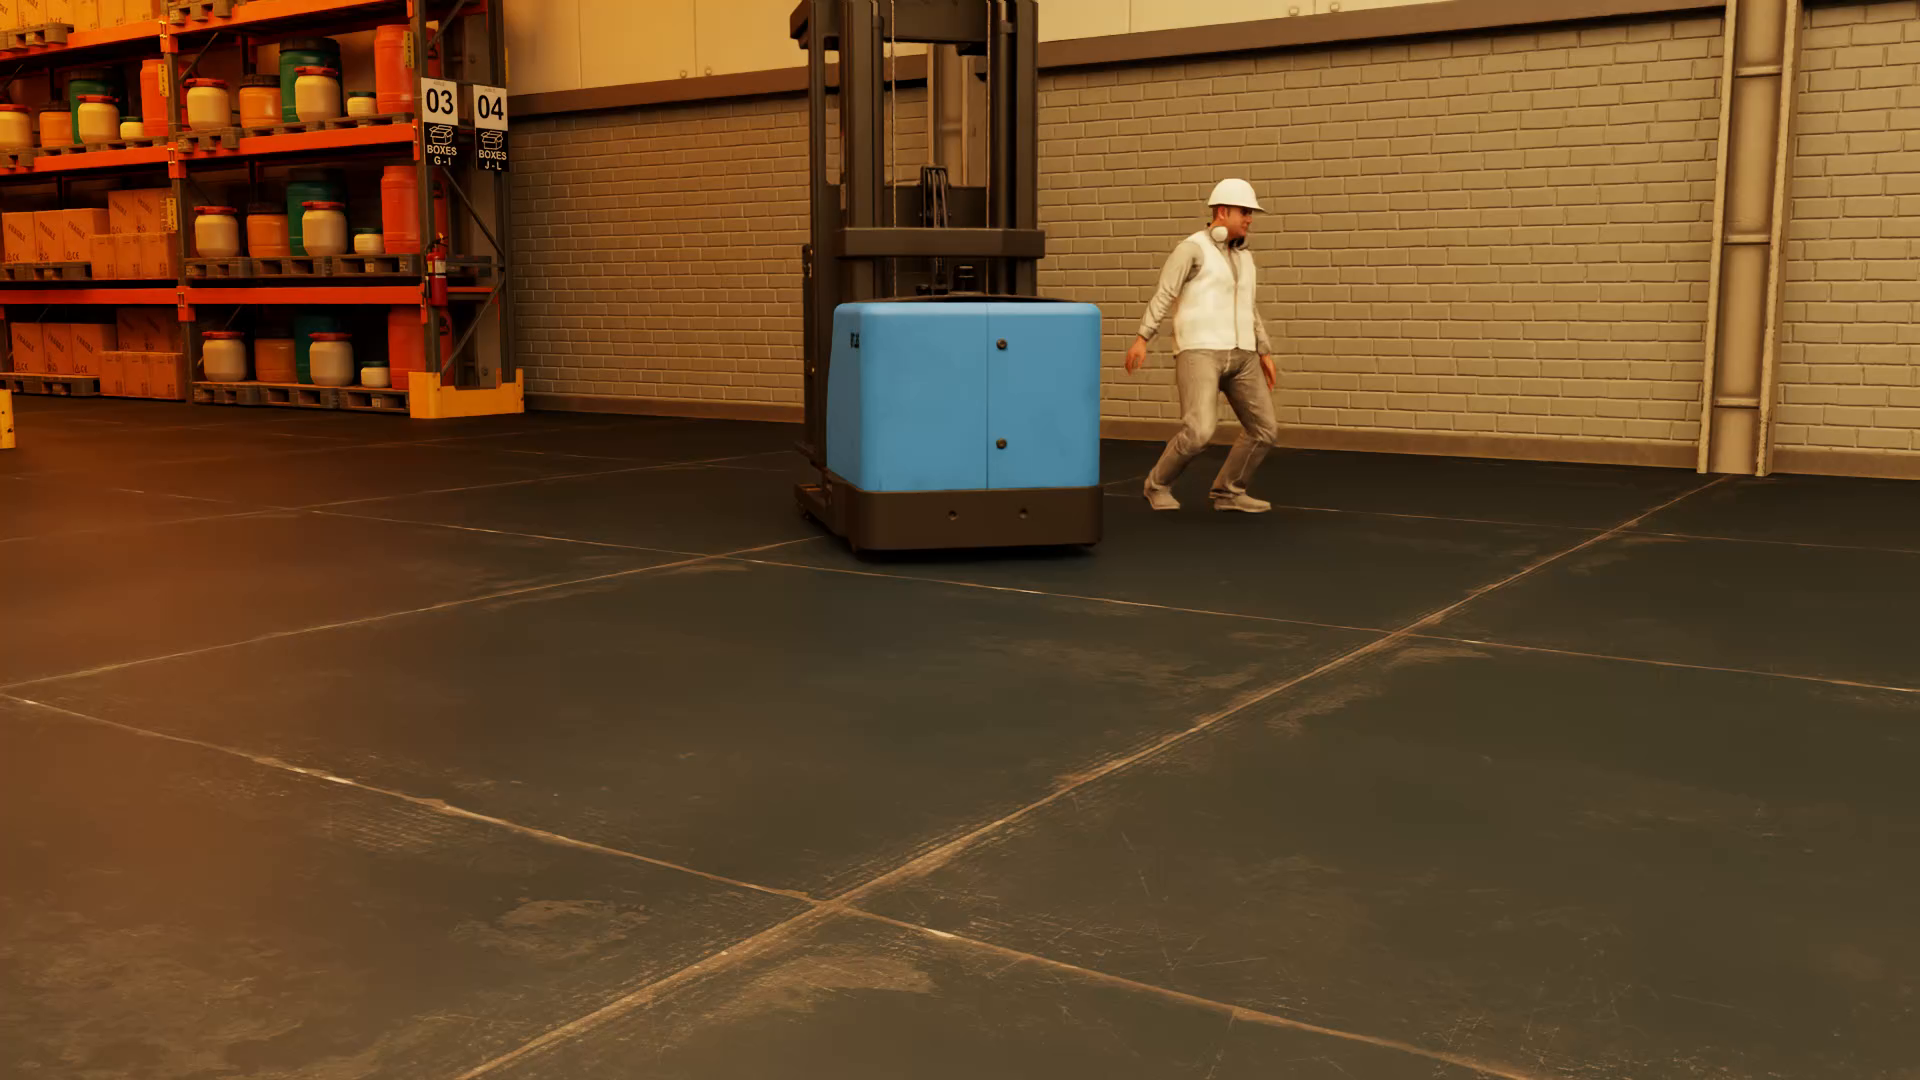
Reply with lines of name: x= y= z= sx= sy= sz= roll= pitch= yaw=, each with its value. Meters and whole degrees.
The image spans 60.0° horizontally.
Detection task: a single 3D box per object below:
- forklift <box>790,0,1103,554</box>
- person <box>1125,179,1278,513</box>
forklift: x=-0.226 y=-1.558 z=8.150 sx=1.130 sy=2.935 sz=3.031 roll=-2 pitch=8 yaw=-13
person: x=1.231 y=-0.959 z=8.375 sx=0.870 sy=1.692 sz=0.482 roll=-5 pitch=9 yaw=-31
